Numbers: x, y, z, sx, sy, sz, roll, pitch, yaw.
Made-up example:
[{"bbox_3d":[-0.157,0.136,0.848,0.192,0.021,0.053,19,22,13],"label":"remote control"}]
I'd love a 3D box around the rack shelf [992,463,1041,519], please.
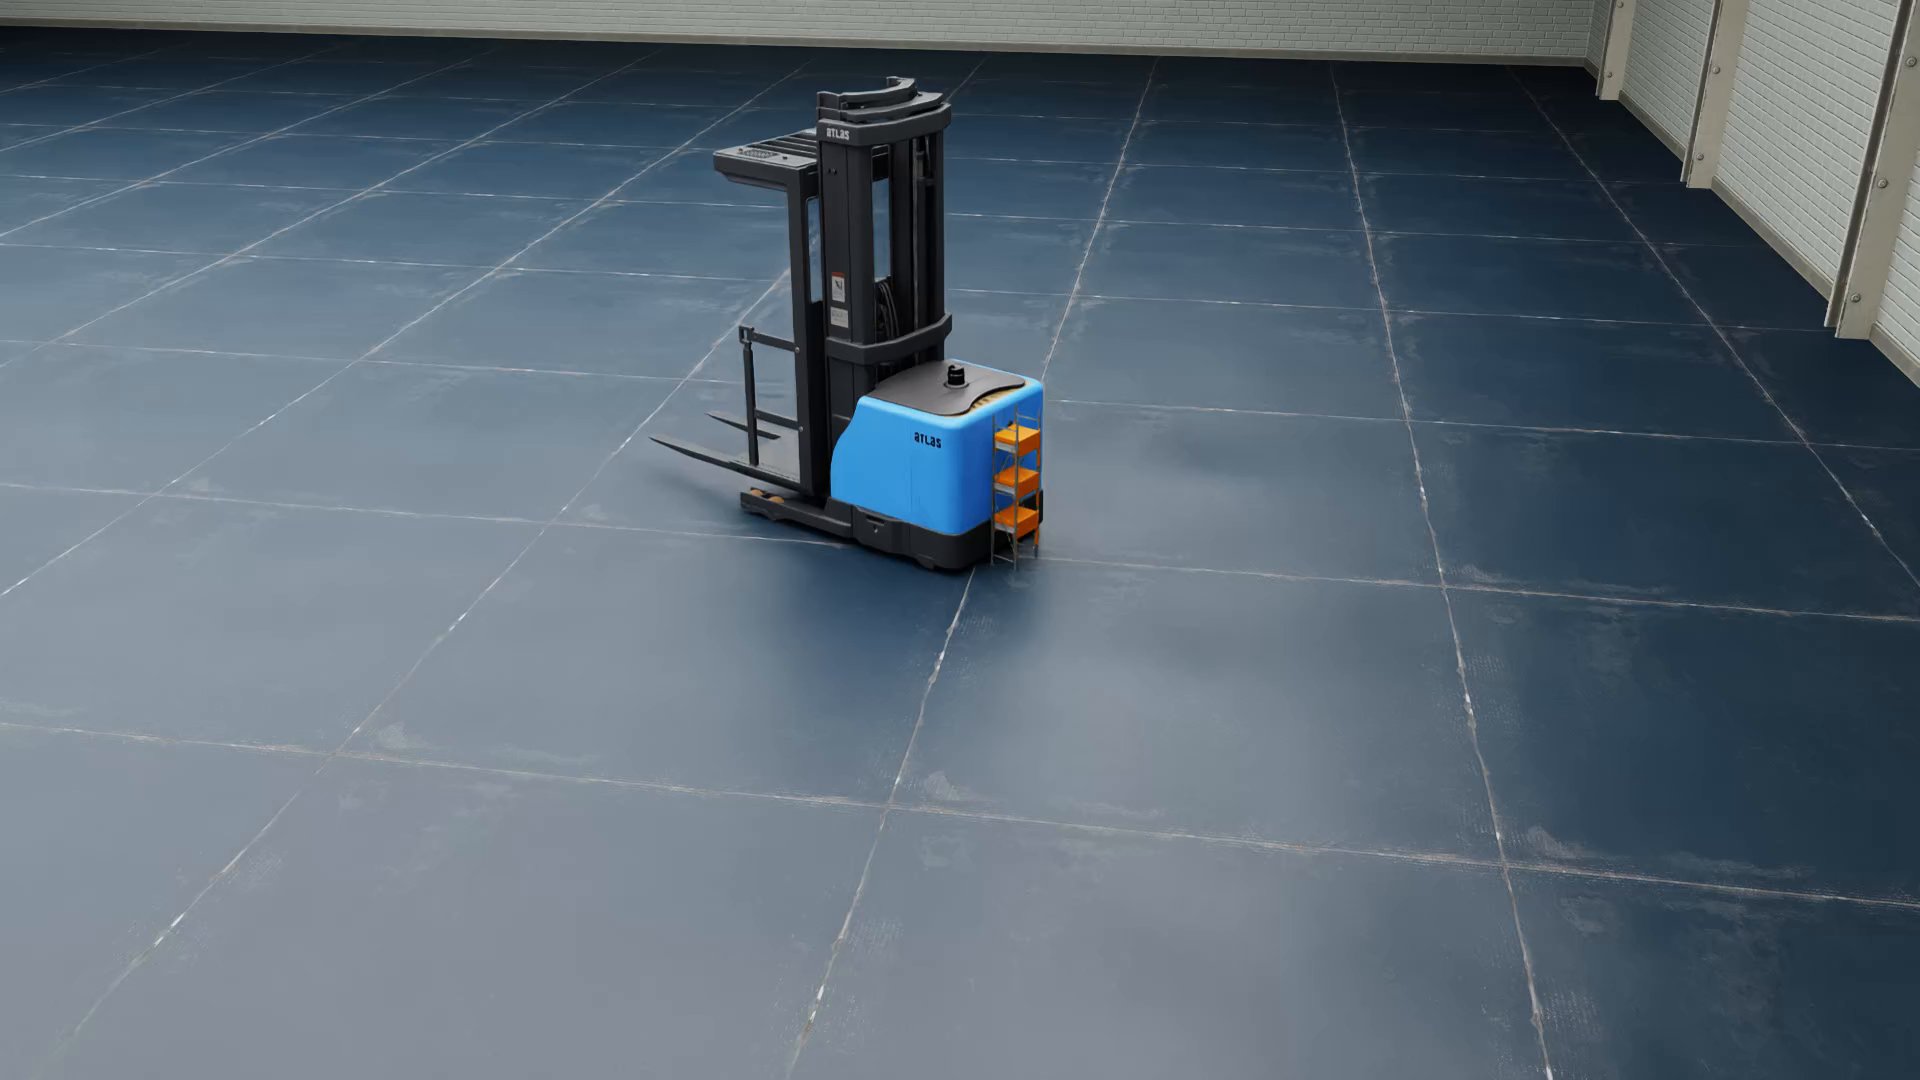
[{"bbox_3d":[0.365,-0.319,10.718,0.215,0.259,0.240,18,30,33],"label":"rack shelf"}]

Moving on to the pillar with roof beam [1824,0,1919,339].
[{"bbox_3d":[3.949,-6.293,14.080,9.100,9.000,0.400,4,25,9],"label":"pillar with roof beam"}]

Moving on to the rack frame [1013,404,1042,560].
[{"bbox_3d":[0.438,-0.370,10.802,0.200,1.050,0.008,18,30,33],"label":"rack frame"}]

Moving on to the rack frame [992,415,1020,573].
[{"bbox_3d":[0.291,-0.288,10.626,0.200,1.050,0.008,18,30,33],"label":"rack frame"}]

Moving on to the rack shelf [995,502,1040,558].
[{"bbox_3d":[0.364,-0.068,10.836,0.215,0.259,0.240,18,30,33],"label":"rack shelf"}]

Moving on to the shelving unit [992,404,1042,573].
[{"bbox_3d":[0.365,-0.329,10.714,0.215,1.050,0.252,18,30,33],"label":"shelving unit"}]

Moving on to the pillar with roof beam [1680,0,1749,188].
[{"bbox_3d":[4.929,-8.802,19.441,9.100,9.000,0.400,4,25,9],"label":"pillar with roof beam"}]

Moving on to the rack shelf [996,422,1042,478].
[{"bbox_3d":[0.365,-0.576,10.598,0.215,0.259,0.240,18,30,33],"label":"rack shelf"}]

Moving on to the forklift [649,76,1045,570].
[{"bbox_3d":[-0.907,-1.619,11.252,3.031,2.935,1.130,18,30,33],"label":"forklift"}]

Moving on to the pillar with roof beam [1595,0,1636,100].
[{"bbox_3d":[5.910,-11.312,24.802,9.100,9.000,0.400,4,25,9],"label":"pillar with roof beam"}]
